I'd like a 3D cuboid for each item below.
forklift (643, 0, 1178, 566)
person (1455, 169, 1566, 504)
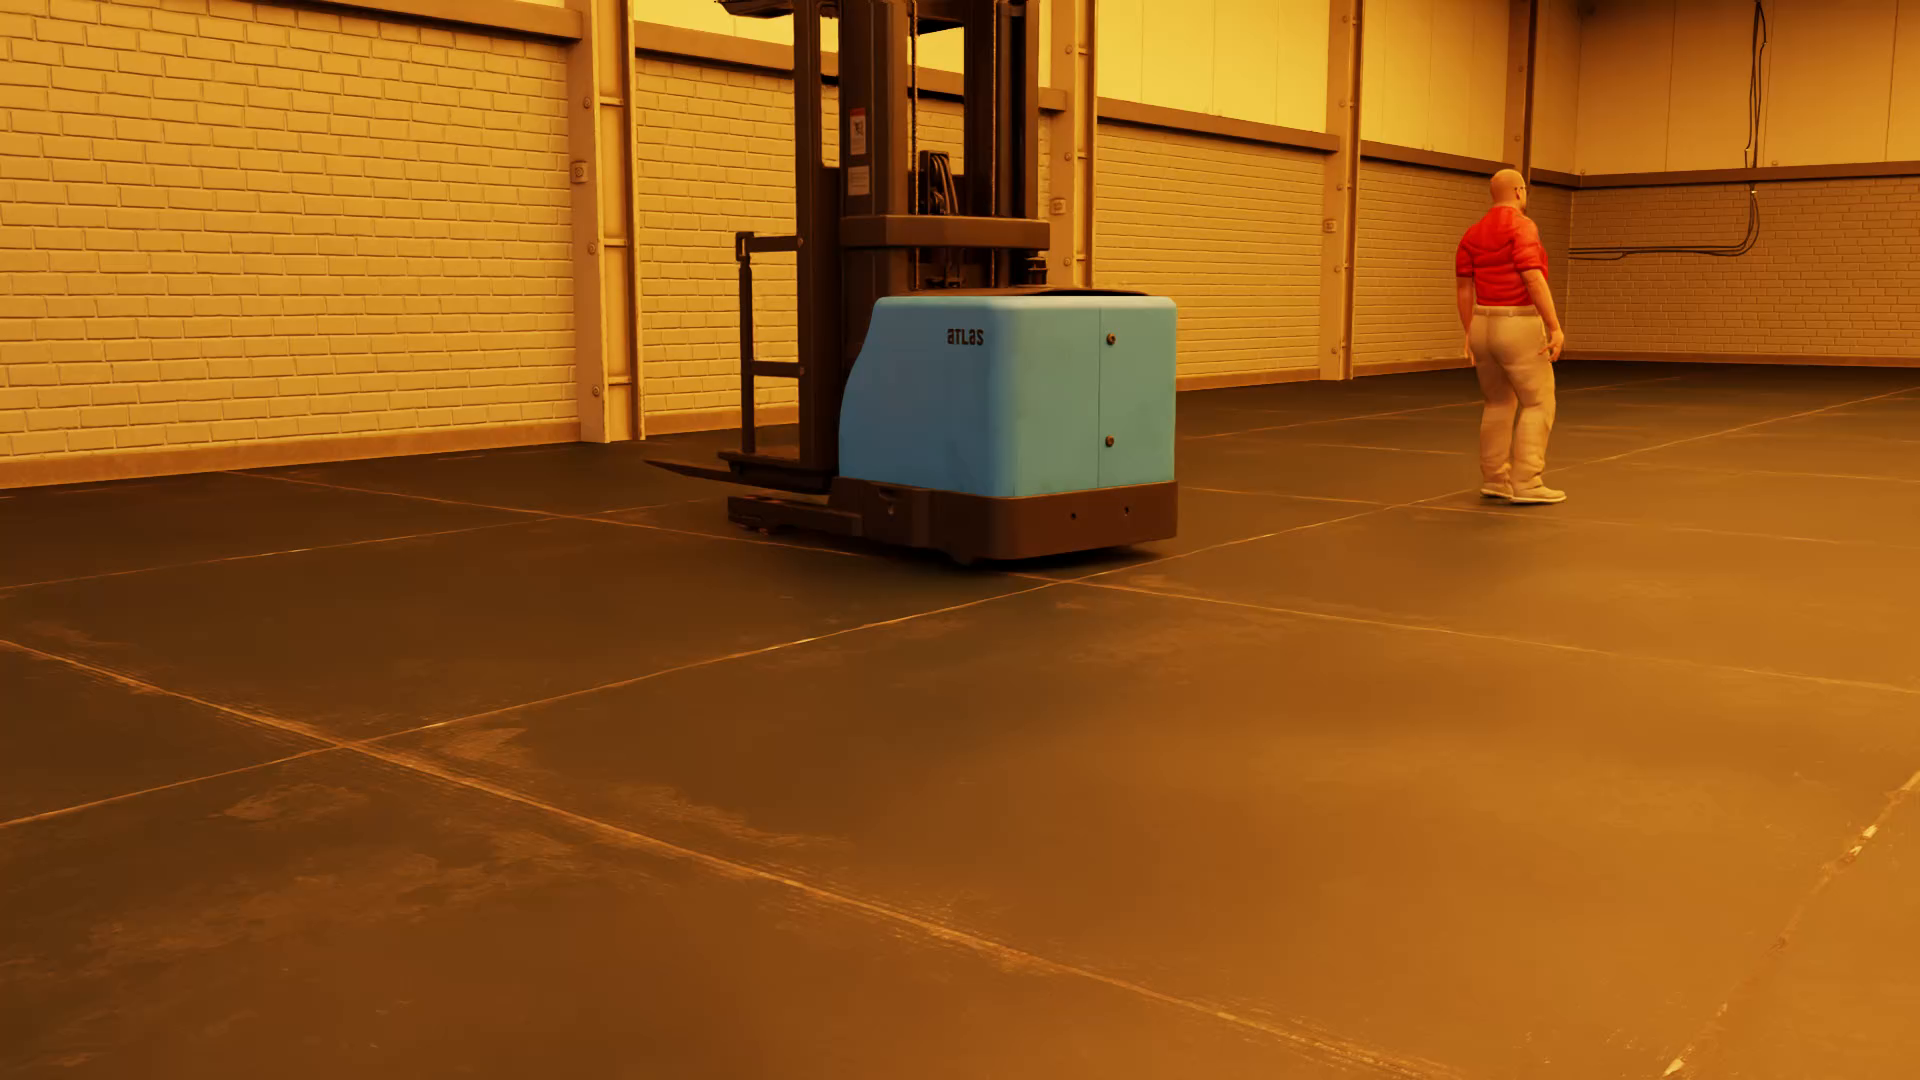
[{"bbox_3d":[-0.425,-1.512,7.617,1.130,2.935,3.031,-7,11,-40],"label":"forklift"},{"bbox_3d":[2.941,-1.056,8.746,0.472,1.750,0.622,-4,9,-24],"label":"person"}]
